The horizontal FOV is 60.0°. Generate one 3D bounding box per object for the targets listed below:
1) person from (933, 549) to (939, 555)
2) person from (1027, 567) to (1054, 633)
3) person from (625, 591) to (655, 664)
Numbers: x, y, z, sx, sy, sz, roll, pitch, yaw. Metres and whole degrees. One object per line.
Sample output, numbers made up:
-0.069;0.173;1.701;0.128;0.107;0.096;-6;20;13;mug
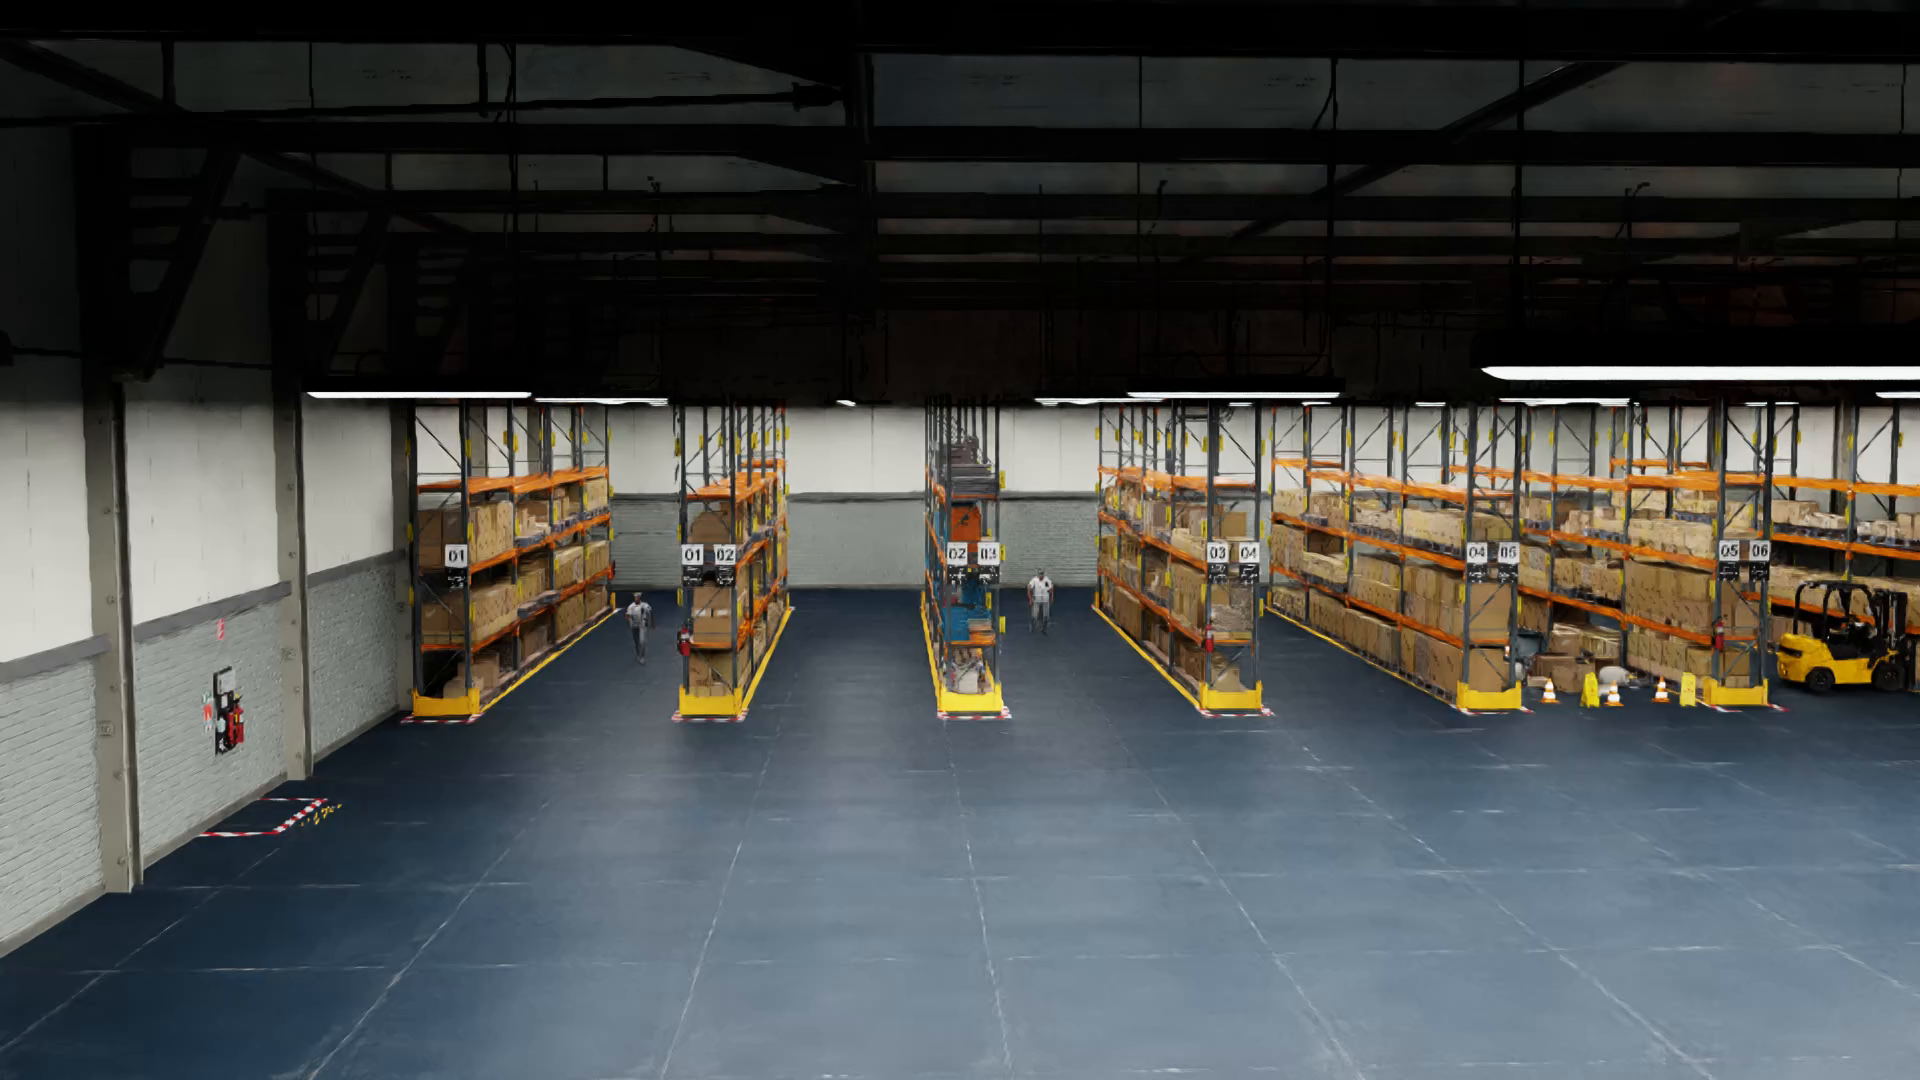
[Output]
-0.730;1.059;48.547;0.508;1.676;0.510;3;6;36;person
2.044;1.530;42.308;0.683;1.714;0.538;0;5;-5;person
-7.254;1.946;37.593;0.603;1.620;0.831;0;5;3;person
